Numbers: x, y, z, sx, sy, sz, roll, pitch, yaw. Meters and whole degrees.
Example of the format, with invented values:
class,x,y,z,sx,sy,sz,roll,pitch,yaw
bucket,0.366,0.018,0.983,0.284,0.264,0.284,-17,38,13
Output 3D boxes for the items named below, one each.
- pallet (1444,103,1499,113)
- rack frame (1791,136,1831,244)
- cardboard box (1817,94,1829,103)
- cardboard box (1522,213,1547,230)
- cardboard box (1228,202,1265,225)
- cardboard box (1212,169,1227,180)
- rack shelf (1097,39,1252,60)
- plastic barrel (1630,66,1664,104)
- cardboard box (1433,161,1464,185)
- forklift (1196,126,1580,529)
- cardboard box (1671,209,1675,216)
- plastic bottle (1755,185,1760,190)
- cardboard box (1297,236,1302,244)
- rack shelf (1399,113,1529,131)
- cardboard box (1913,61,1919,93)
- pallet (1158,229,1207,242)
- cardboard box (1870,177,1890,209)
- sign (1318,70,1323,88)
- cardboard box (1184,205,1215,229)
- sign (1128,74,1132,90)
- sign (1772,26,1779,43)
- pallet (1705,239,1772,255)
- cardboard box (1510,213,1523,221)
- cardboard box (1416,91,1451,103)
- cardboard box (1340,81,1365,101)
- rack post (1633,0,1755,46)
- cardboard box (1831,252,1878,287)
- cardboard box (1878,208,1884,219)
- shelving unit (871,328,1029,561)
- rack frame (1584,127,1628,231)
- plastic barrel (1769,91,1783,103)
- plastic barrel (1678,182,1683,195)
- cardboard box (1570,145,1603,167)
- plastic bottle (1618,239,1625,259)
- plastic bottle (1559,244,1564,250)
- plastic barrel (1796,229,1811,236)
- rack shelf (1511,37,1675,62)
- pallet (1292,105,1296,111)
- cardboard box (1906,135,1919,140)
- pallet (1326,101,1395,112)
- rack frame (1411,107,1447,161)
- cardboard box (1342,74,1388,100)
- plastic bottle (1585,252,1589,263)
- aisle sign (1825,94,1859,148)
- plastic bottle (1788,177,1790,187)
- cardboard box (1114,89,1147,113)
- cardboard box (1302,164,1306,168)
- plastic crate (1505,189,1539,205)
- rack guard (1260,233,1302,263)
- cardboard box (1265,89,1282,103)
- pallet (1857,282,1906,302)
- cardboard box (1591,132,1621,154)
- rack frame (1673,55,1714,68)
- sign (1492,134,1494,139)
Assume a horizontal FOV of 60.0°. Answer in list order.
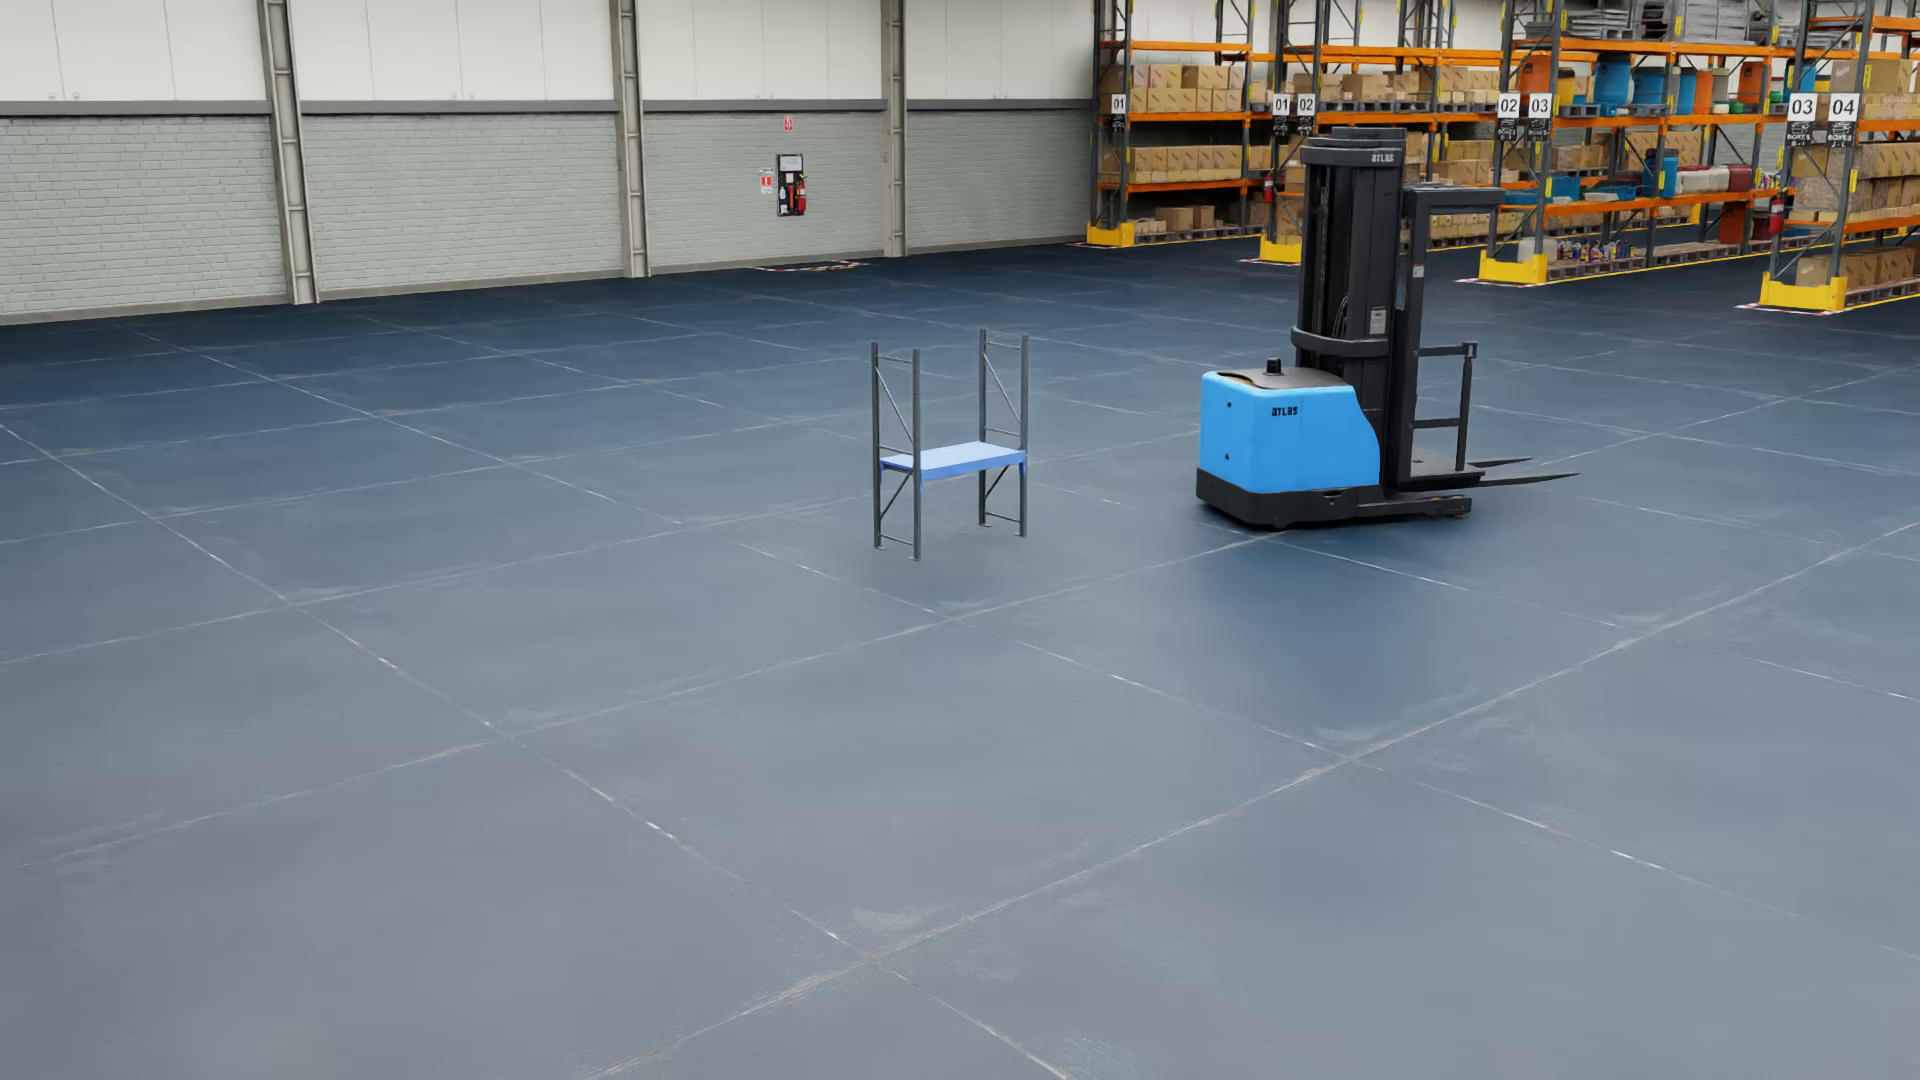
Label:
class,x,y,z,sx,sy,sz,roll,pitch,yaw
pallet,11.246,-9.384,36.122,1.213,0.211,1.003,-12,19,-37
rack frame,18.808,-8.061,36.616,0.127,3.000,1.000,-13,19,-39
cardboard box,13.011,-6.741,25.380,0.250,0.149,0.380,-13,19,-39
cardboard box,13.072,-7.375,38.038,0.500,0.500,0.500,-12,19,-37
cardboard box,6.814,-7.767,39.508,0.500,0.500,0.700,-12,19,-38
cardboard box,5.730,-8.350,37.949,0.500,0.250,0.500,-13,19,-39
rack shelf,4.761,-10.845,36.814,4.000,0.370,1.077,-13,19,-39
plastic barrel,13.014,-8.526,31.572,0.708,0.901,0.600,-13,19,-39
cardboard box,10.511,-7.935,35.952,0.500,0.500,0.500,-11,18,-35
forklift,3.458,-1.702,12.941,3.031,2.935,1.130,-5,16,-17
cardboard box,17.963,-8.356,42.359,0.250,0.166,0.380,-13,19,-39
plastic bottle,16.329,-7.334,34.134,0.135,0.276,0.152,-13,19,-39
cardboard box,7.057,-5.915,33.097,0.500,0.250,0.500,-13,19,-39
rack shelf,11.033,-9.111,36.129,4.000,0.370,1.077,-13,19,-39
cardboard box,15.852,-7.499,26.959,0.500,0.500,0.500,-13,20,-41
pallet,4.865,-6.959,37.894,1.213,0.211,1.003,-13,19,-39
cardboard box,14.143,-5.528,26.364,0.500,0.500,0.875,-13,19,-39
sign,6.866,-8.794,31.700,0.005,0.325,0.100,-13,19,-39
cardboard box,5.513,-7.456,38.342,0.500,0.500,0.500,14,21,43
sign,3.608,-9.723,35.331,0.005,0.325,0.100,-13,19,-39
sign,16.157,-10.020,32.951,0.005,0.325,0.100,-13,19,-39
pallet,16.358,-6.178,34.970,1.213,0.211,1.003,-13,19,-39
cardboard box,12.308,-7.357,37.409,0.500,0.311,0.500,-12,19,-38
cardboard box,9.995,-9.353,35.117,0.500,0.250,0.500,-10,18,-34
cardboard box,9.608,-11.114,41.187,0.700,0.500,0.500,14,21,43
rack post,14.202,-10.051,32.054,3.121,1.000,1.013,-13,19,-39
cardboard box,14.402,-4.372,26.836,0.500,0.500,0.500,-10,18,-34
cardboard box,14.317,-5.158,26.233,0.250,0.149,0.380,-13,19,-39
shelving unit,-0.064,-0.710,12.002,1.048,1.500,0.538,-13,19,-39
rack frame,15.559,-9.026,40.229,0.127,3.000,1.000,-13,19,-39
plastic barrel,16.740,-9.095,34.163,0.294,0.245,0.294,0,15,0
plastic barrel,13.872,-6.833,32.288,0.301,0.262,0.301,0,15,0
cardboard box,15.055,-9.241,40.024,0.700,0.500,0.500,8,17,28
plastic bottle,12.331,-5.441,31.088,0.185,0.351,0.144,-14,20,-42
plastic bottle,11.166,-5.382,31.013,0.135,0.276,0.152,-13,20,-41
plastic barrel,18.386,-7.161,36.500,0.708,0.901,0.600,-13,19,-39
rack shelf,11.264,-8.725,29.645,4.000,0.370,1.077,-13,19,-39
pallet,7.585,-10.253,39.374,1.003,0.211,1.213,-13,19,-39
cardboard box,16.715,-6.342,28.203,1.000,1.000,1.000,-12,19,-39
pallet,7.978,-8.722,33.450,1.213,0.211,1.003,-13,19,-39
rack frame,12.304,-9.990,43.837,0.127,3.000,1.000,-13,19,-39
cardboard box,8.199,-9.186,33.730,0.637,0.503,0.797,-10,18,-33
plastic bottle,11.406,-5.153,30.299,0.097,0.201,0.097,0,15,0
aisle sign,13.157,-6.251,24.803,0.004,0.787,0.394,-13,19,-39
plastic bottle,17.375,-7.569,35.014,0.135,0.276,0.152,-13,19,-39
cardboard box,3.668,-9.472,35.854,0.500,0.500,0.500,-12,19,-38
cardboard box,6.944,-7.380,32.614,0.250,0.149,0.380,-13,20,-40
plastic crate,9.936,-6.100,29.561,0.616,0.251,0.499,-13,19,-39
rack guard,6.488,-5.782,32.926,0.348,0.500,1.175,-13,19,-39
cardboard box,7.199,-10.425,39.012,0.500,0.311,0.500,-12,19,-38
pallet,14.620,-4.066,27.063,1.213,0.211,1.003,-13,19,-39
cardboard box,15.770,-9.694,40.596,0.500,0.500,0.500,-13,19,-39
rack frame,18.576,-12.602,41.992,0.127,3.000,1.000,-13,19,-39
sign,14.962,-11.233,46.660,0.005,0.325,0.100,-13,19,-39
